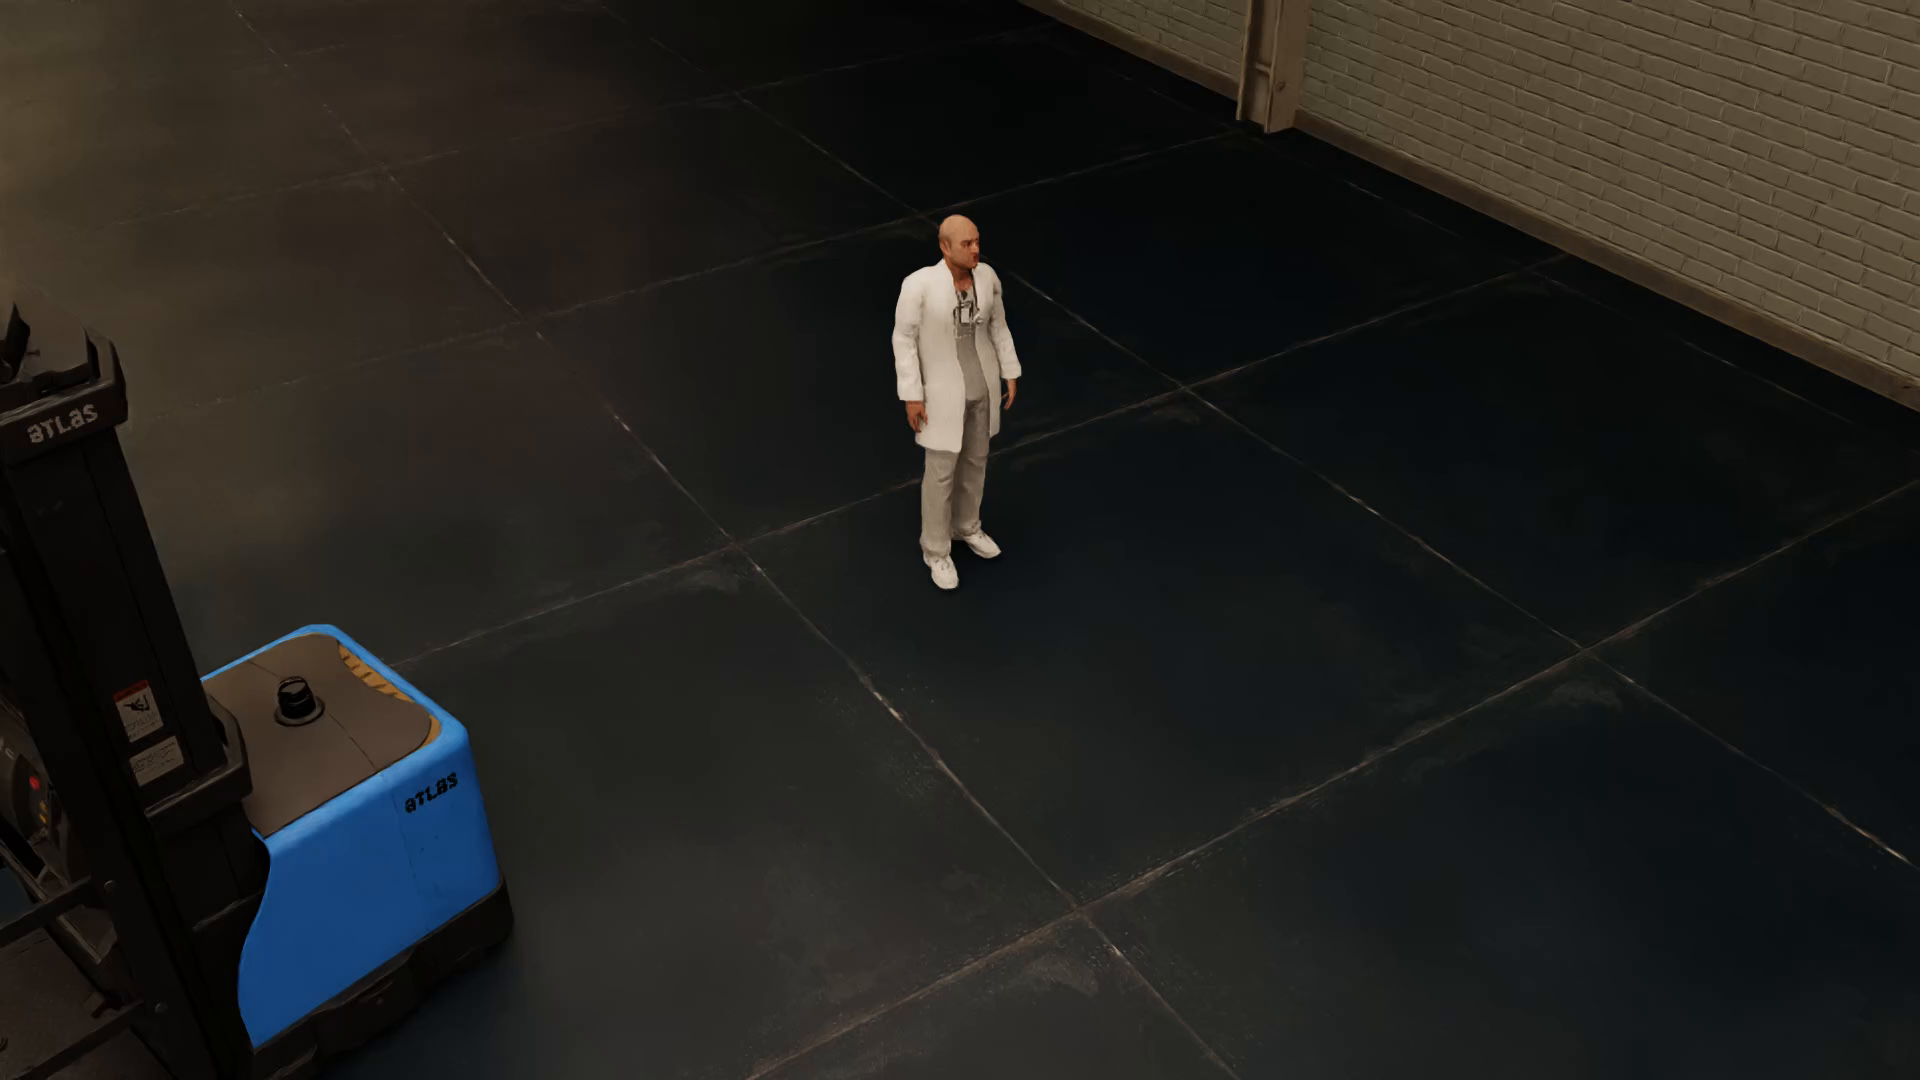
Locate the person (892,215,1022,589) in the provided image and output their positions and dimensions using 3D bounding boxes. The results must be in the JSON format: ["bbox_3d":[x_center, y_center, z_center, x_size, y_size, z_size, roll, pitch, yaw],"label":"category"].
[{"bbox_3d":[0.046,-0.688,8.117,0.694,1.776,0.579,-21,40,-27],"label":"person"}]

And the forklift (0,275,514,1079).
[{"bbox_3d":[-3.094,0.790,5.024,1.130,2.935,3.031,27,43,33],"label":"forklift"}]
